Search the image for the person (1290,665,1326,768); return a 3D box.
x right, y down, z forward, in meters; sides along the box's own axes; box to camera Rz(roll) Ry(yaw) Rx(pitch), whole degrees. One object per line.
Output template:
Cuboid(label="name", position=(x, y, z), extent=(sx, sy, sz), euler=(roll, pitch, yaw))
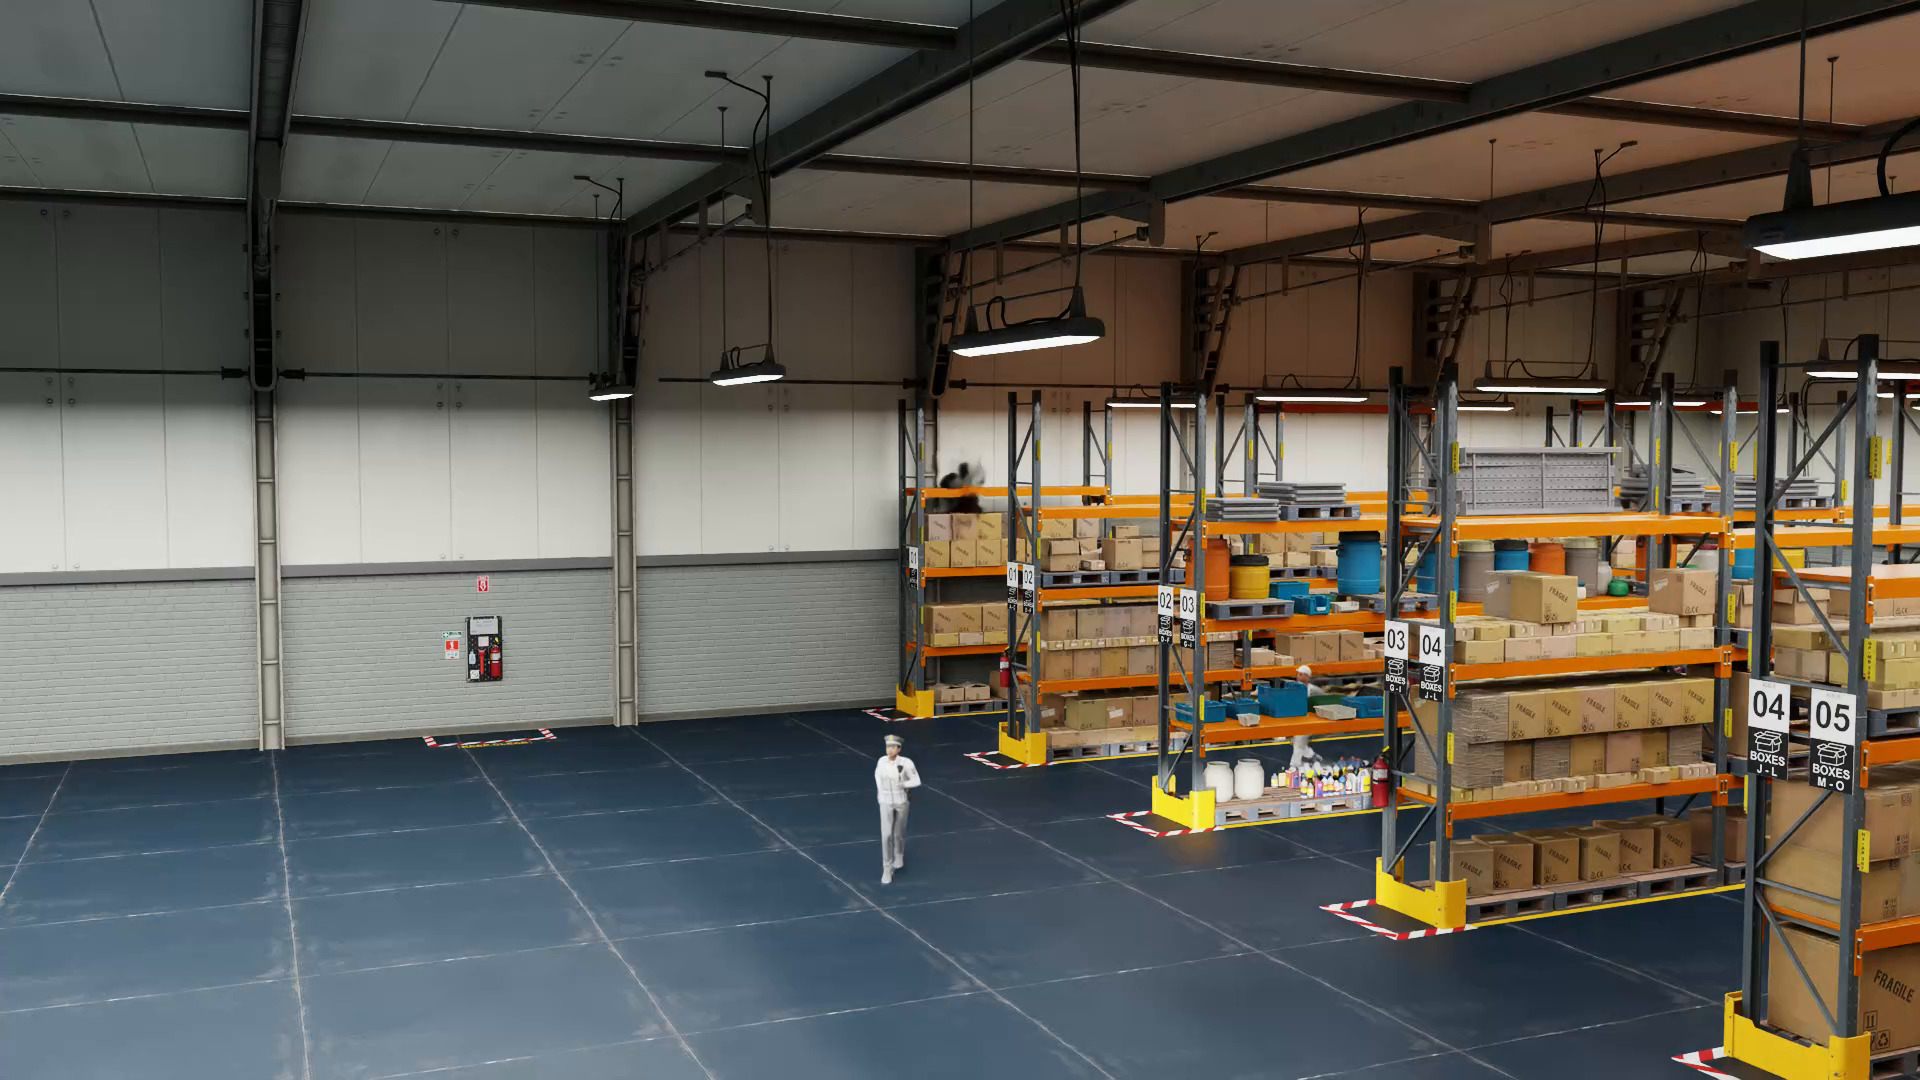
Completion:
Cuboid(label="person", position=(5.174, 2.780, 25.119), extent=(0.985, 1.776, 0.654), euler=(-2, 4, -33))

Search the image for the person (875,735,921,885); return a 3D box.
Cuboid(label="person", position=(-0.749, 3.165, 19.772), extent=(0.587, 1.748, 0.789), euler=(0, 3, 6))
